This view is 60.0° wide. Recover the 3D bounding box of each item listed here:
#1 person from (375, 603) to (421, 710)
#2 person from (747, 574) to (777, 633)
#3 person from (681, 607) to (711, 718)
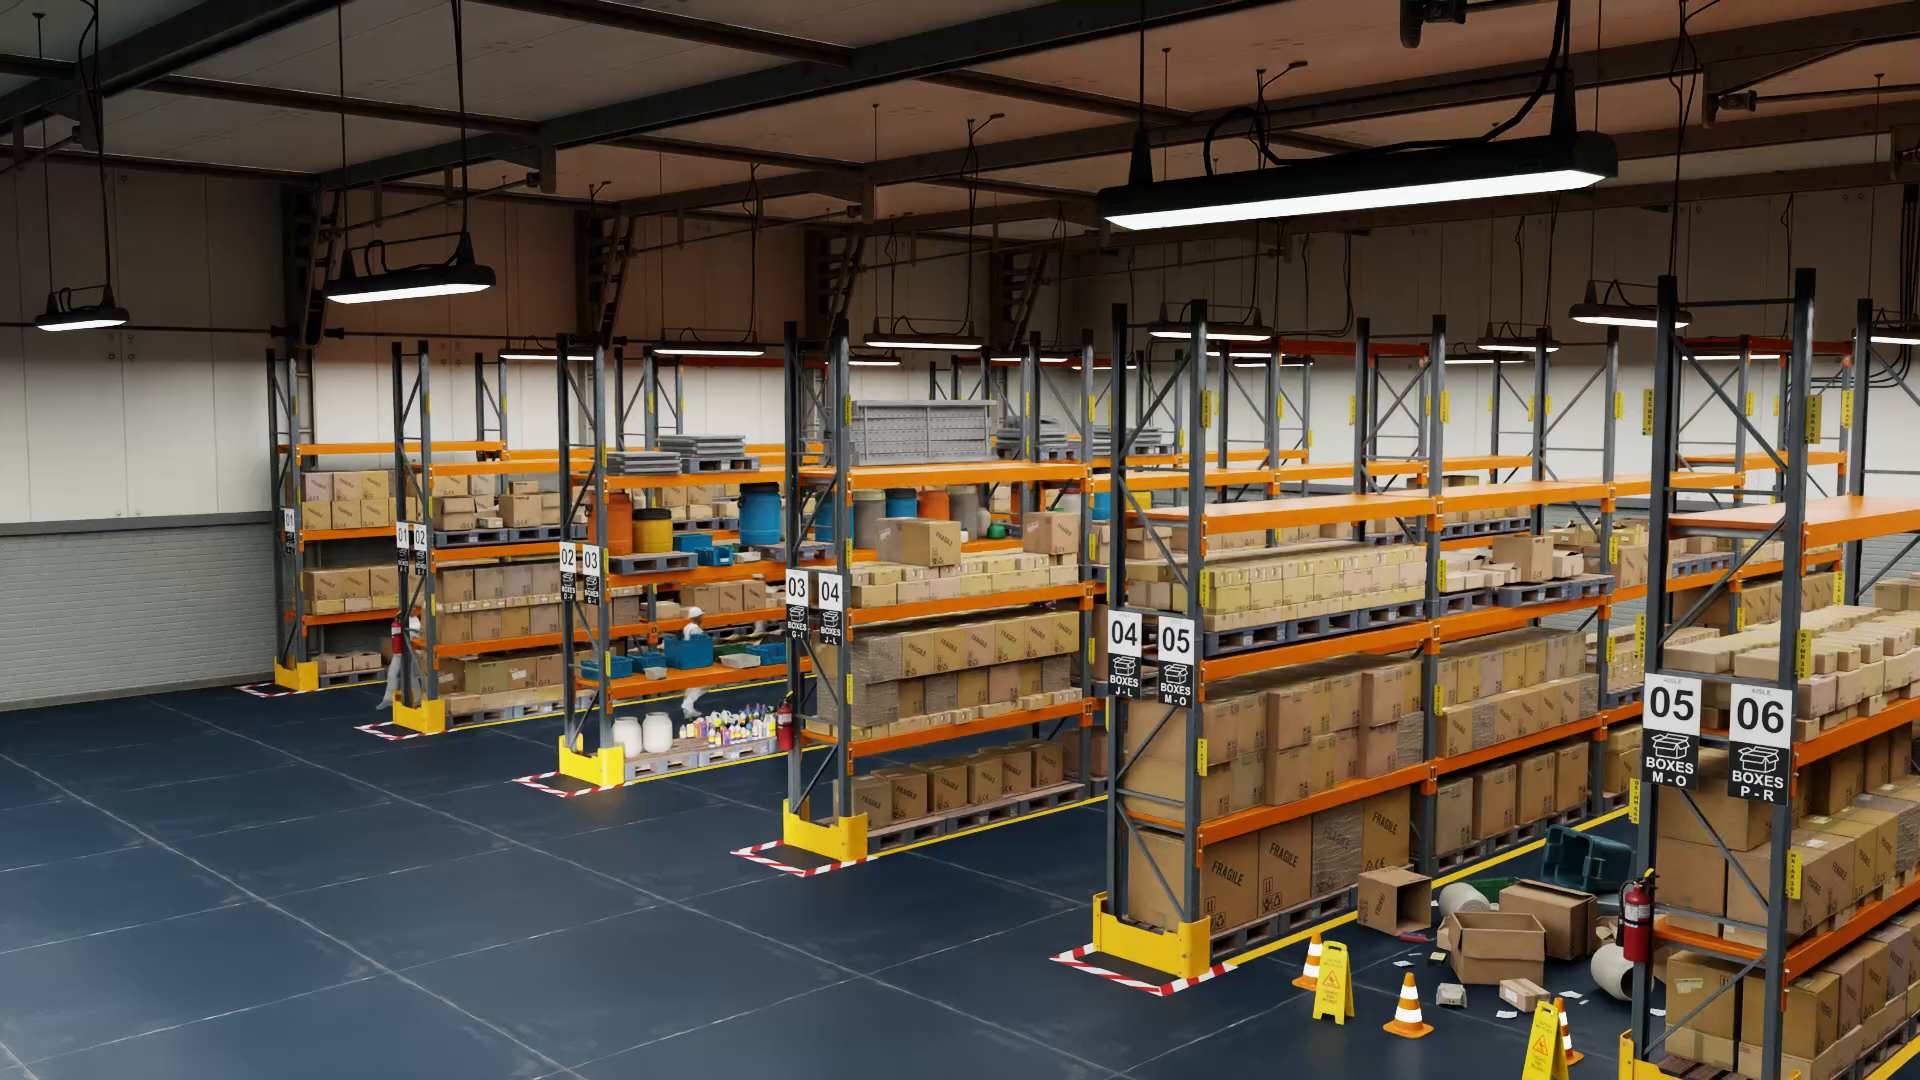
[{"bbox_3d":[-9.290,1.925,27.530,0.565,1.765,0.732,4,7,40],"label":"person"},{"bbox_3d":[-3.938,1.478,32.445,0.524,1.735,0.962,4,6,37],"label":"person"},{"bbox_3d":[-4.305,1.962,26.703,0.496,1.775,0.592,-3,6,-31],"label":"person"}]
